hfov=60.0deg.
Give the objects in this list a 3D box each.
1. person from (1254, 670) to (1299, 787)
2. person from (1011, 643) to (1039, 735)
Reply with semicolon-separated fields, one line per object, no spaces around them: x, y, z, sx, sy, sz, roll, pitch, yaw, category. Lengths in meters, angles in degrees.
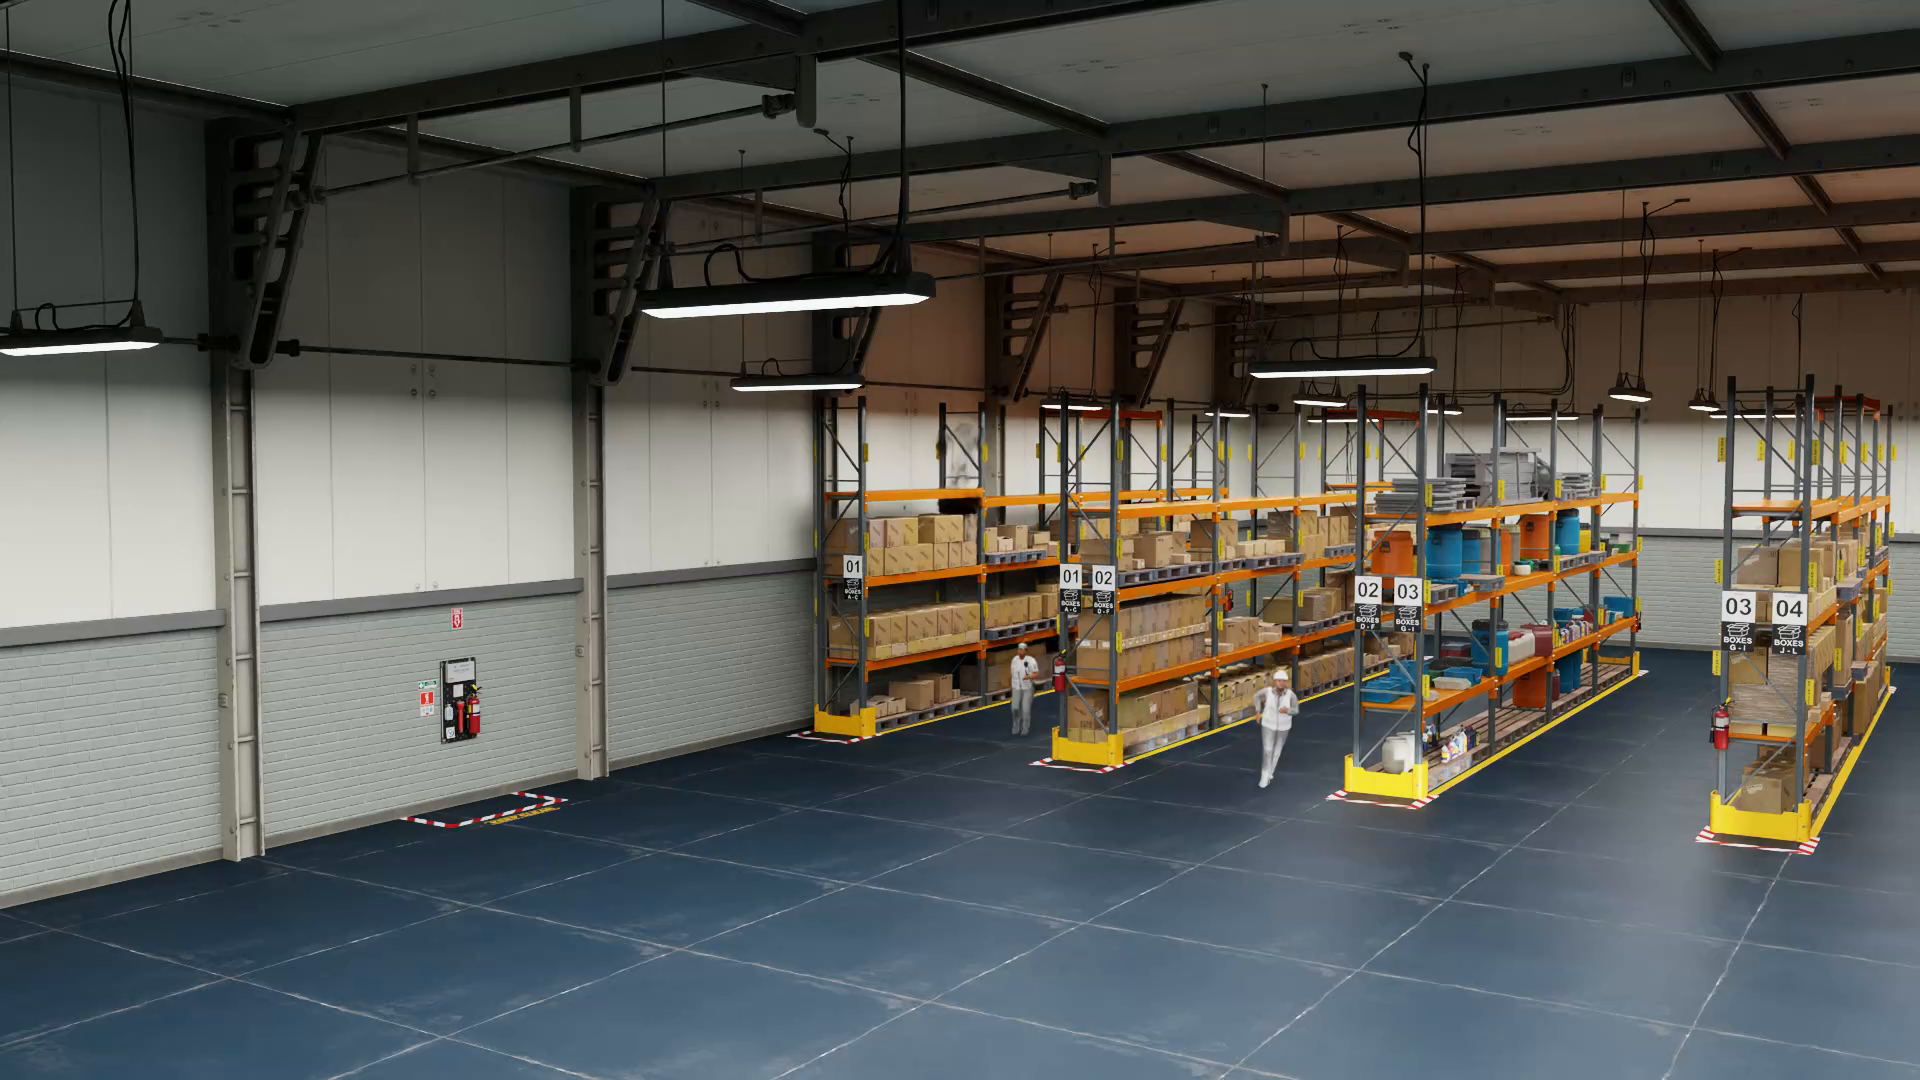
4.755;2.846;25.002;0.636;1.806;0.810;0;3;3;person
1.111;2.643;29.376;0.580;1.658;0.638;1;3;18;person
